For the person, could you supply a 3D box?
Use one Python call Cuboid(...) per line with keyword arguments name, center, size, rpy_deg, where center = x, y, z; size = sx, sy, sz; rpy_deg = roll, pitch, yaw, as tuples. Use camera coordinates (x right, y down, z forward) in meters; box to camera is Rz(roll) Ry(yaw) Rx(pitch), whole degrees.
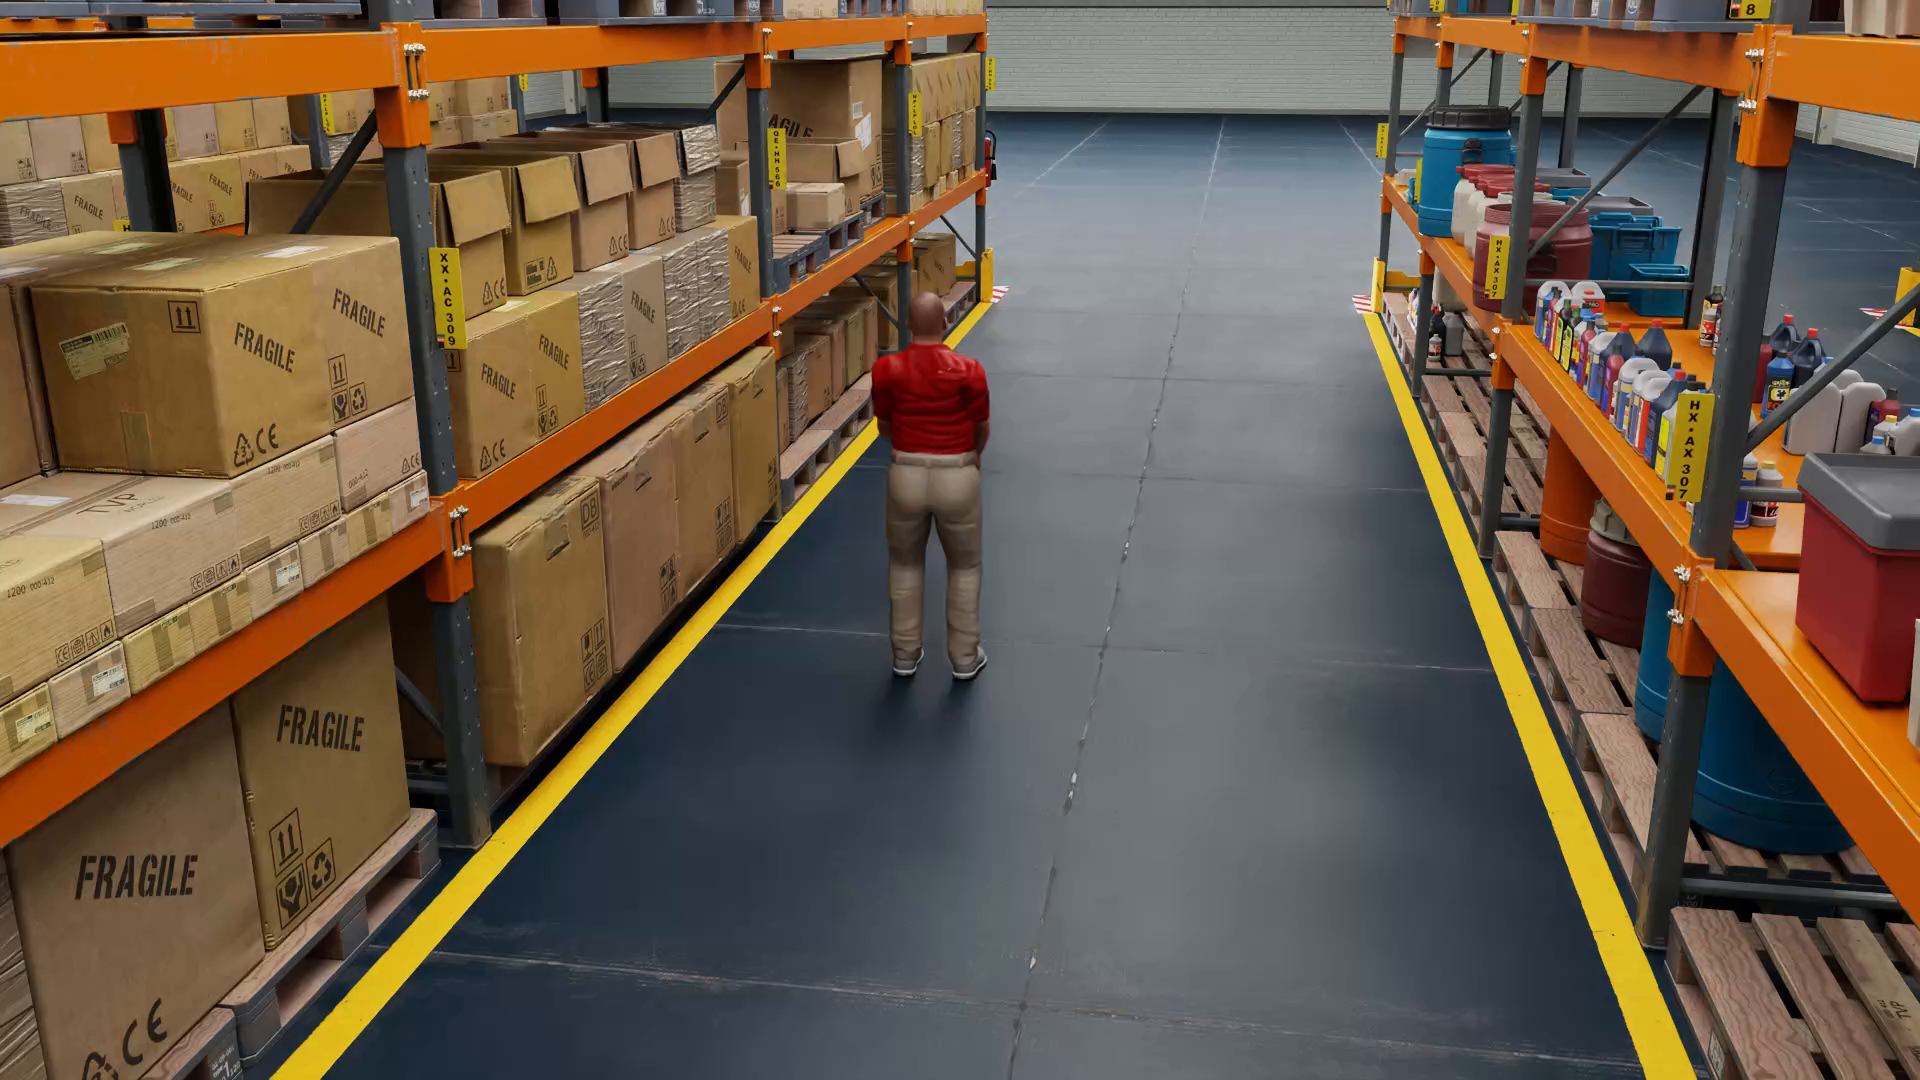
Cuboid(name="person", center=(-0.112, -0.256, 7.378), size=(0.514, 1.725, 0.530), rpy_deg=(3, 18, 8))
